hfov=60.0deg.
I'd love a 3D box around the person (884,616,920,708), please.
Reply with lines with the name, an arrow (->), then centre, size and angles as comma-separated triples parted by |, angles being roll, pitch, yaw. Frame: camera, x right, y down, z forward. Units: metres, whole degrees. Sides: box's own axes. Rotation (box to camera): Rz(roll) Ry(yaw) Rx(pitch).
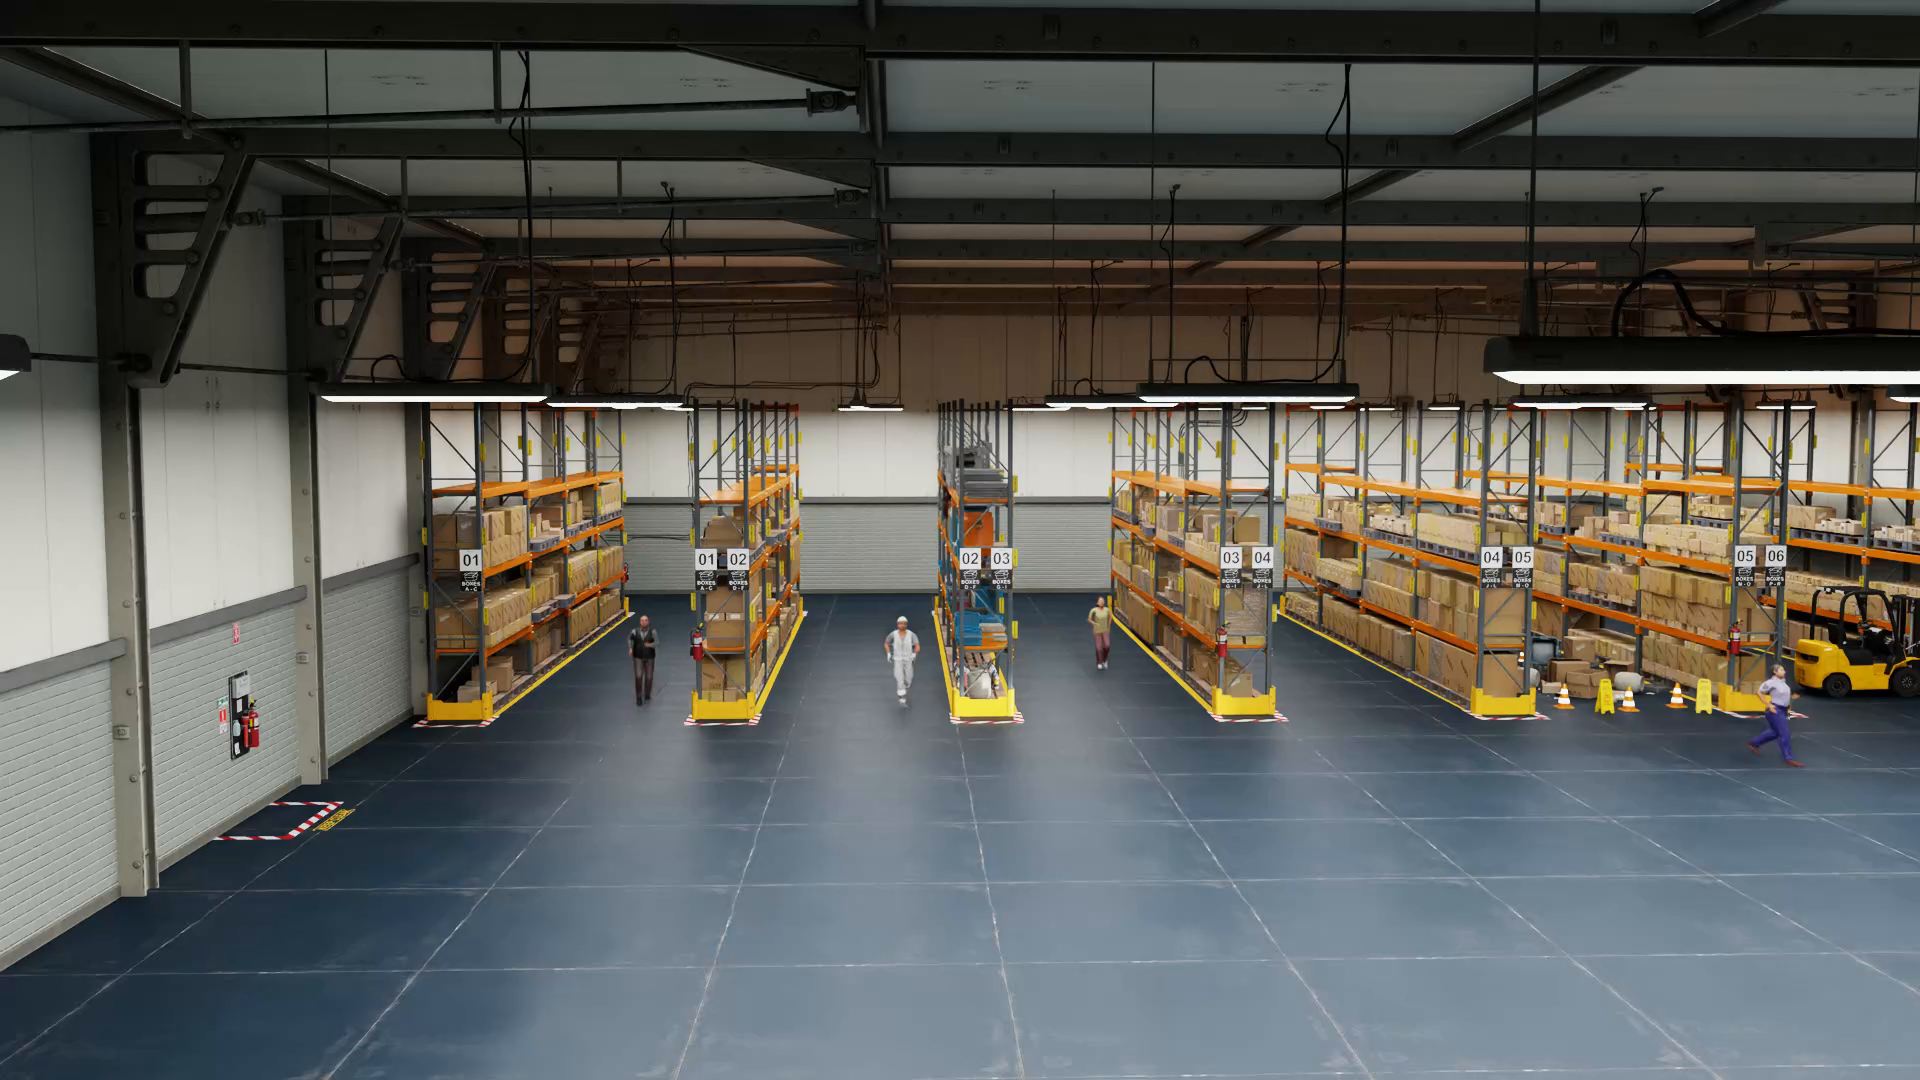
person -> -1.130, 2.366, 32.533 | 0.687, 1.763, 0.881 | -1, 4, -8

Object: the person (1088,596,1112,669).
person -> 3.148, 2.070, 37.185 | 0.578, 1.635, 0.590 | 0, 4, -6

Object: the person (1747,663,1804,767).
person -> 13.325, 2.826, 27.148 | 0.940, 1.628, 0.610 | 4, 6, 44

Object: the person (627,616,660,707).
person -> -6.228, 2.381, 32.772 | 0.624, 1.780, 0.752 | -1, 4, -13

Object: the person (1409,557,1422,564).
person -> 13.685, 1.230, 49.261 | 0.880, 1.577, 0.577 | 0, 4, 5
